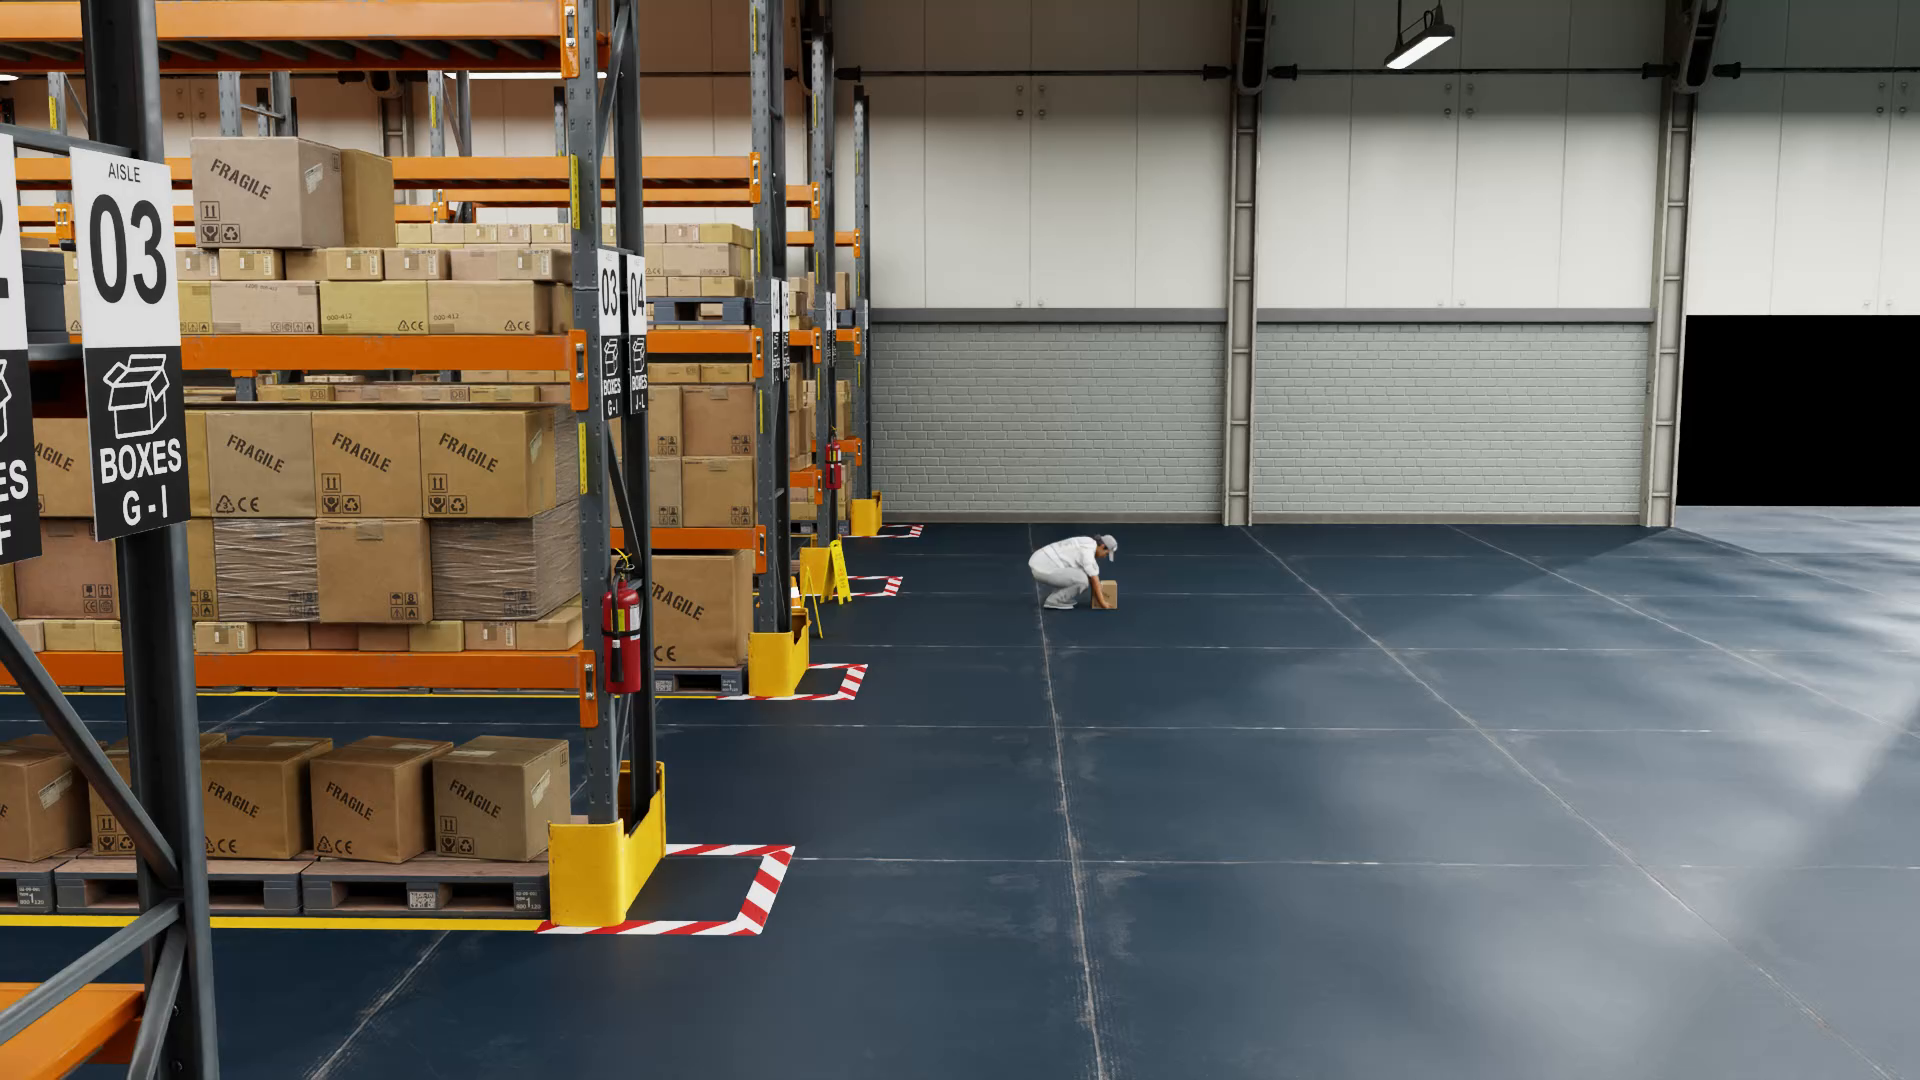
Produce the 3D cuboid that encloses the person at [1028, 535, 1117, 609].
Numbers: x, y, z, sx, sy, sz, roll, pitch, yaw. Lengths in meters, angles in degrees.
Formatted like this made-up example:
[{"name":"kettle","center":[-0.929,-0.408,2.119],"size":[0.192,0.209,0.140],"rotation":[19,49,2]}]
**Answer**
[{"name":"person","center":[1.151,0.352,16.941],"size":[0.904,0.801,0.509],"rotation":[0,7,0]}]
